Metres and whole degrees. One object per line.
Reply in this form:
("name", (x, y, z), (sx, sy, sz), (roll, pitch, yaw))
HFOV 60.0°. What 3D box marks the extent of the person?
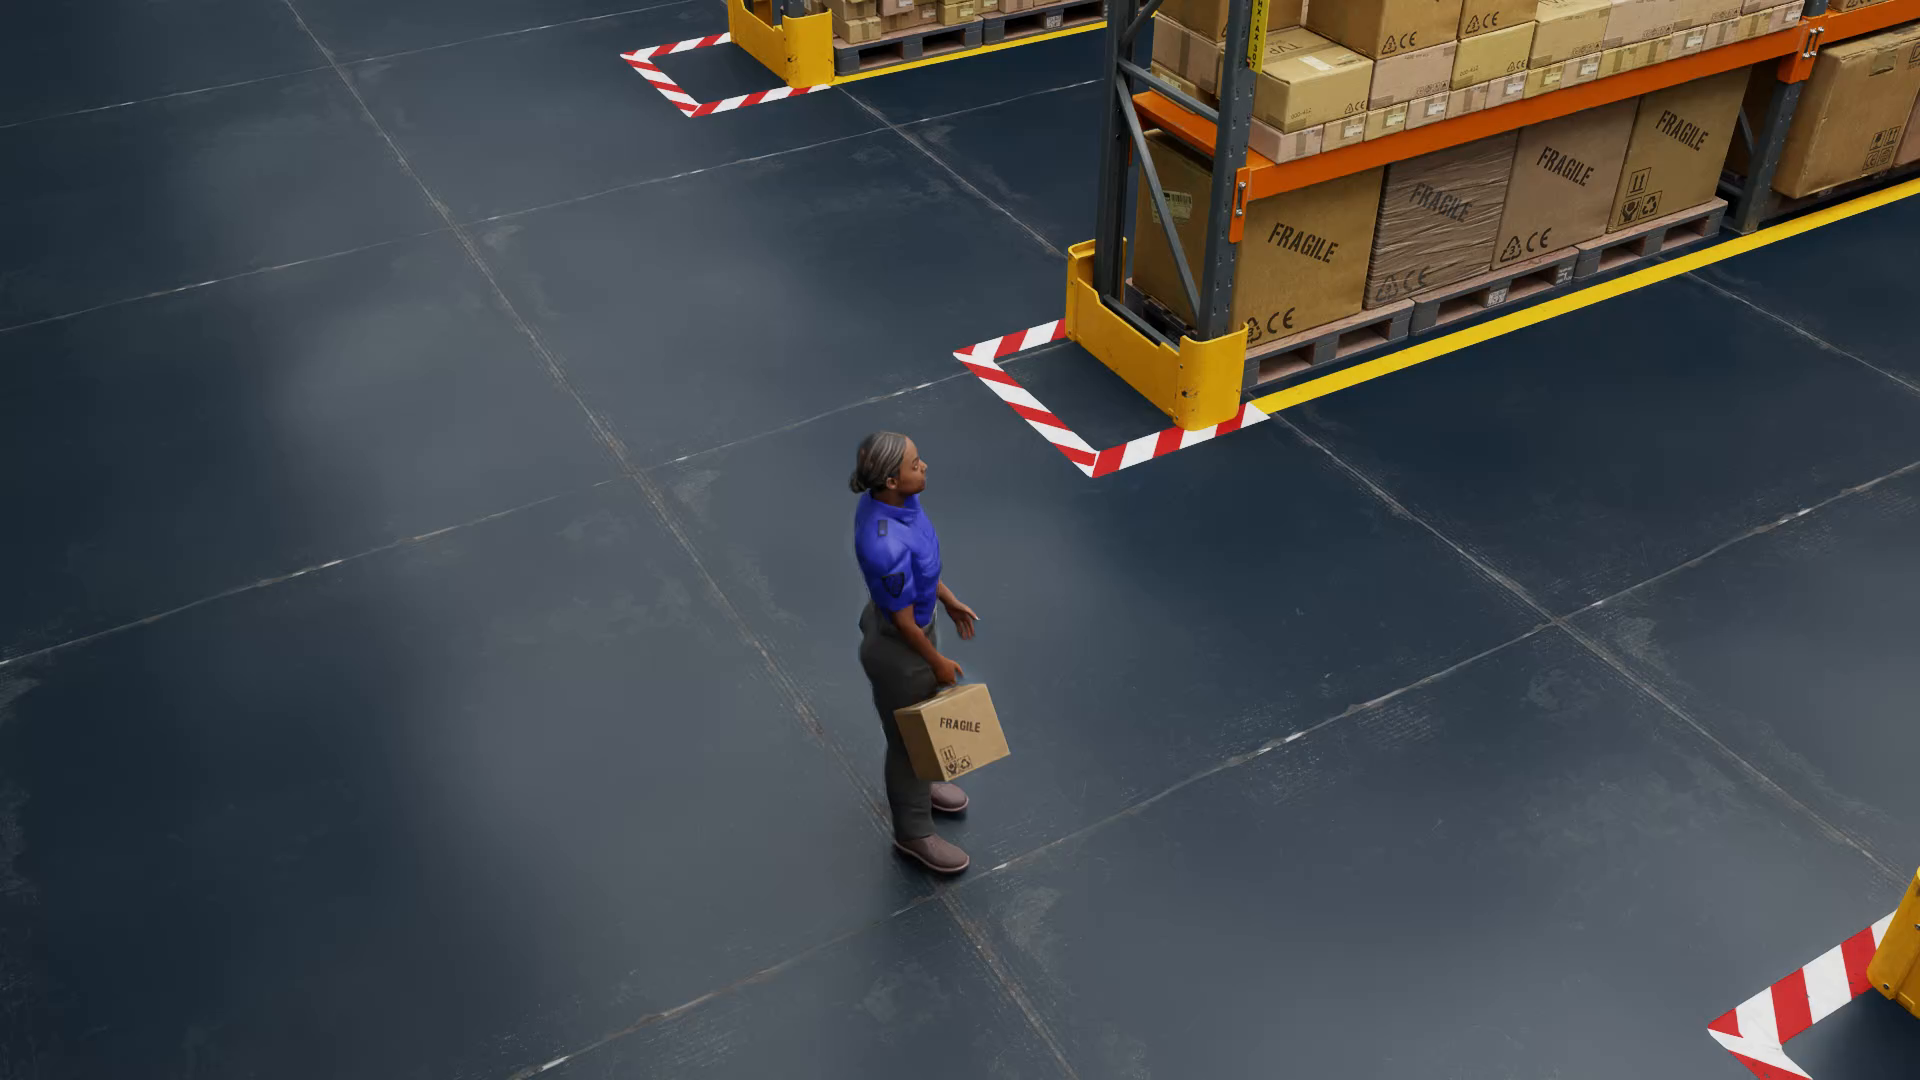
("person", (-0.141, 0.372, 5.638), (0.421, 1.666, 0.538), (-2, 37, -2))
